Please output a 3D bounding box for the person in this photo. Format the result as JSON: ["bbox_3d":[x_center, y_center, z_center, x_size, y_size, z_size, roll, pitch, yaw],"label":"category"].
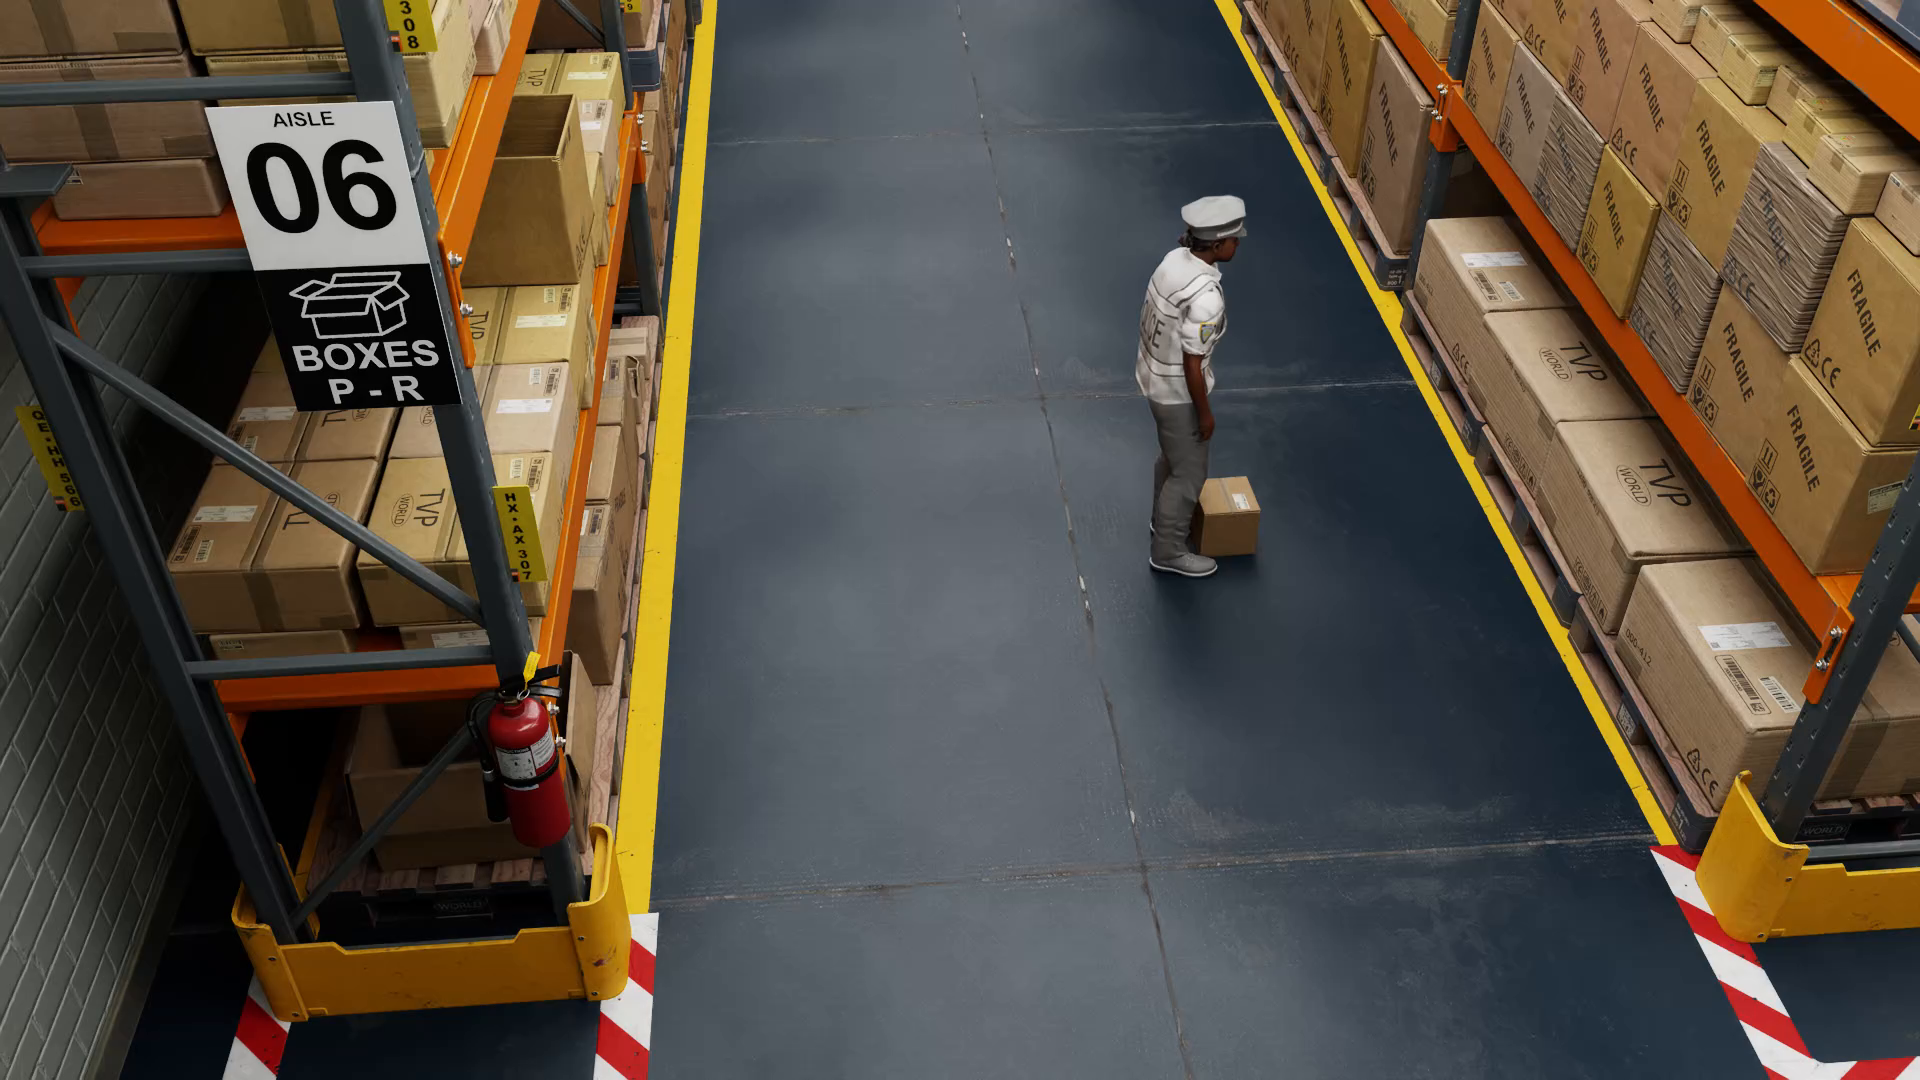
[{"bbox_3d":[0.951,-0.633,6.925,0.420,1.661,0.531,-5,40,-6],"label":"person"}]
